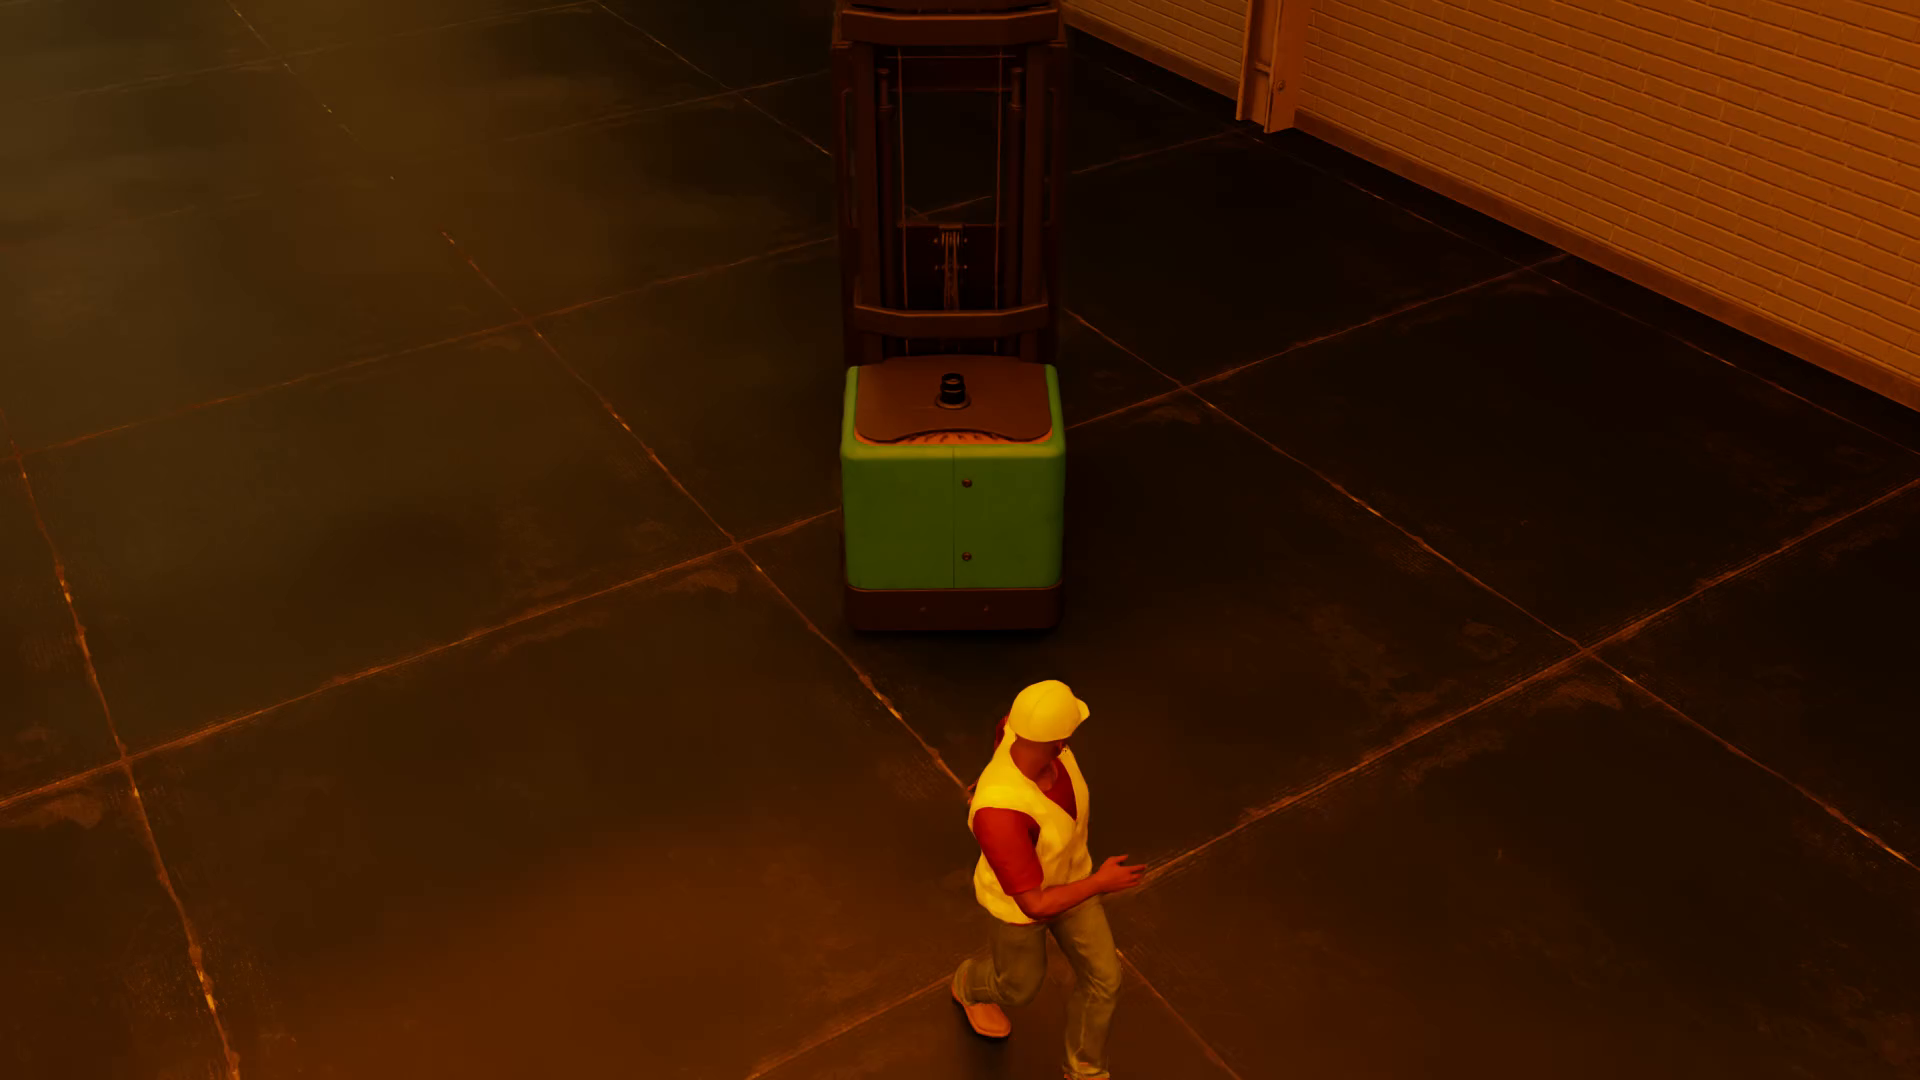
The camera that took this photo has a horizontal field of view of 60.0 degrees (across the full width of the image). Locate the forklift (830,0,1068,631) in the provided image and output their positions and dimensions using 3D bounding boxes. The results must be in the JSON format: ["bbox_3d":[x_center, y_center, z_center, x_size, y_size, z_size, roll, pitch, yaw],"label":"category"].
[{"bbox_3d":[-0.055,-1.579,8.395,1.130,2.935,3.031,-1,35,-1],"label":"forklift"}]

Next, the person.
[{"bbox_3d":[0.256,1.167,5.597,0.987,1.704,0.582,29,44,34],"label":"person"}]
